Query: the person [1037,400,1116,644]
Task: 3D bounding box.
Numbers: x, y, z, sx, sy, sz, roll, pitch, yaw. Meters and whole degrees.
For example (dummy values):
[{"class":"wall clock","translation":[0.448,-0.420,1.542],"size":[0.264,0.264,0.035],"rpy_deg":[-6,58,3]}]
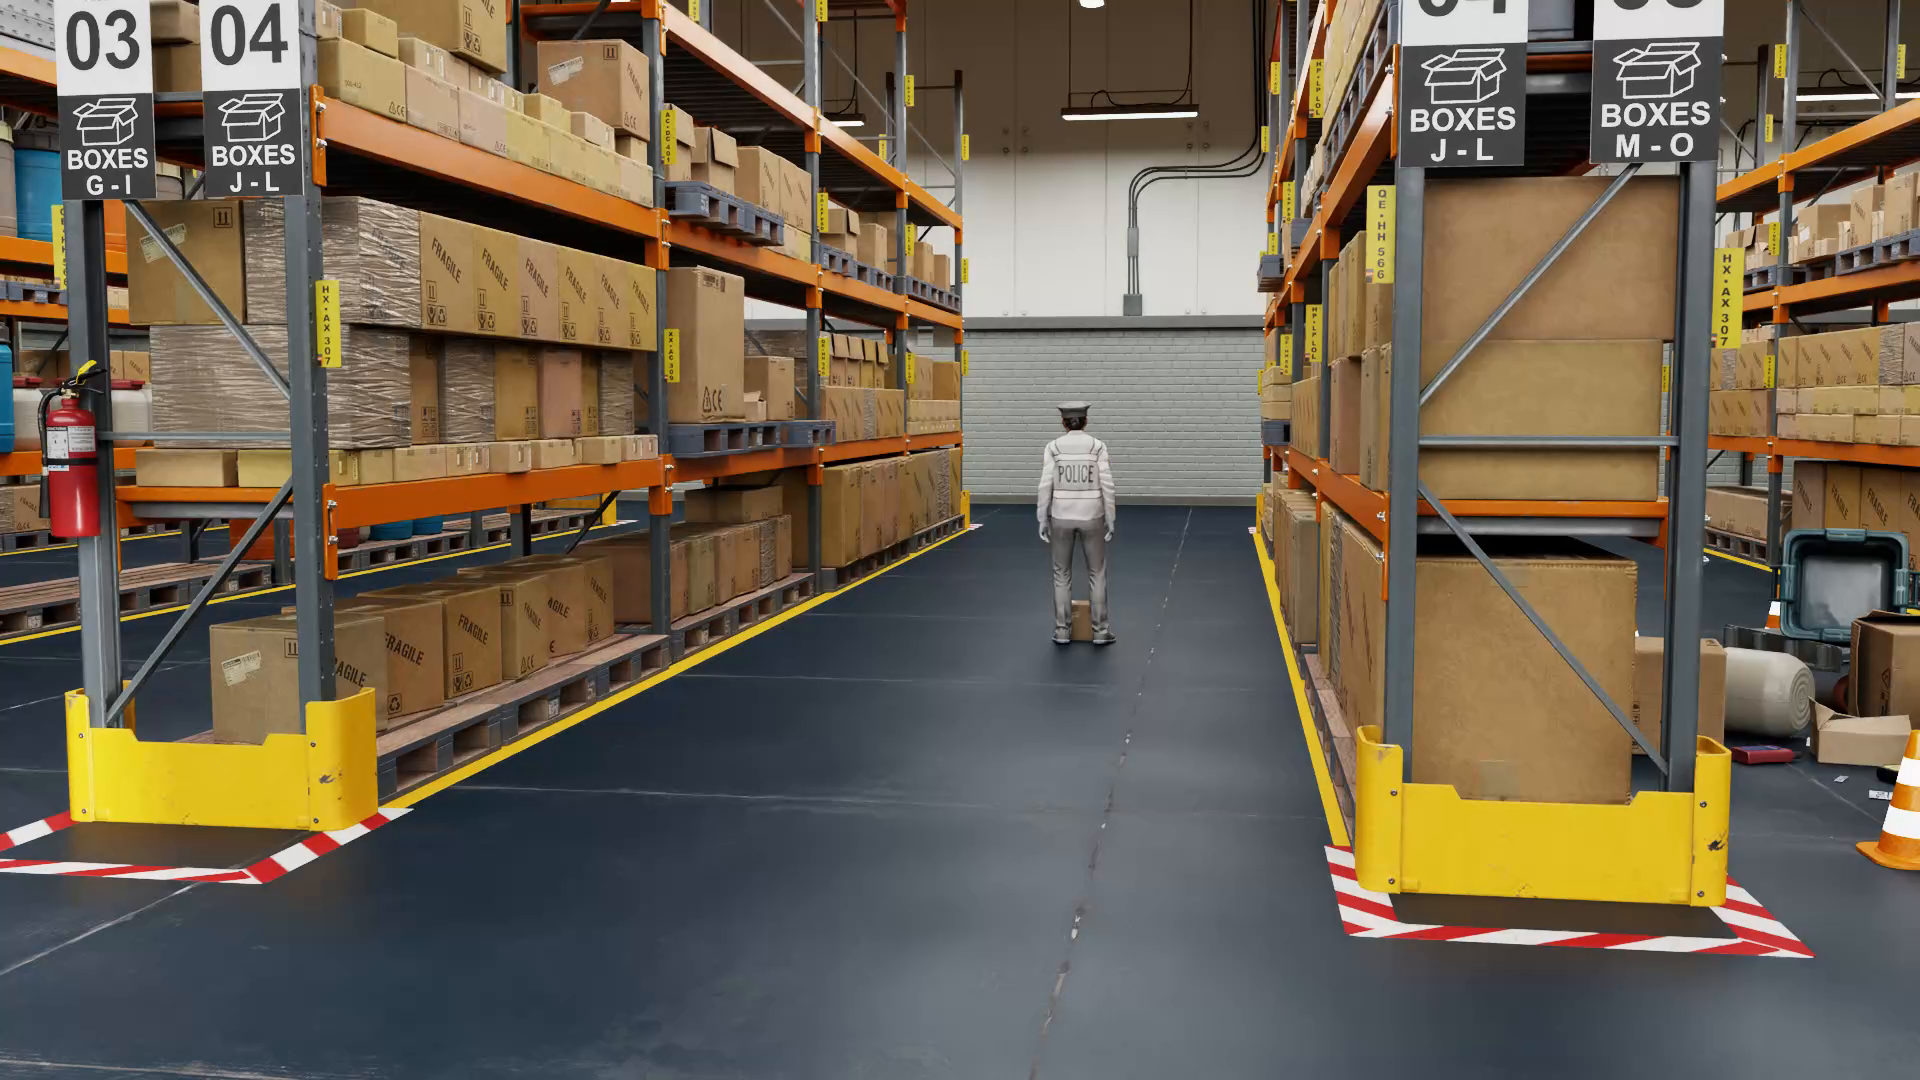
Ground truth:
[{"class":"person","translation":[0.799,-0.122,11.379],"size":[0.547,1.666,0.371],"rpy_deg":[0,5,5]}]
